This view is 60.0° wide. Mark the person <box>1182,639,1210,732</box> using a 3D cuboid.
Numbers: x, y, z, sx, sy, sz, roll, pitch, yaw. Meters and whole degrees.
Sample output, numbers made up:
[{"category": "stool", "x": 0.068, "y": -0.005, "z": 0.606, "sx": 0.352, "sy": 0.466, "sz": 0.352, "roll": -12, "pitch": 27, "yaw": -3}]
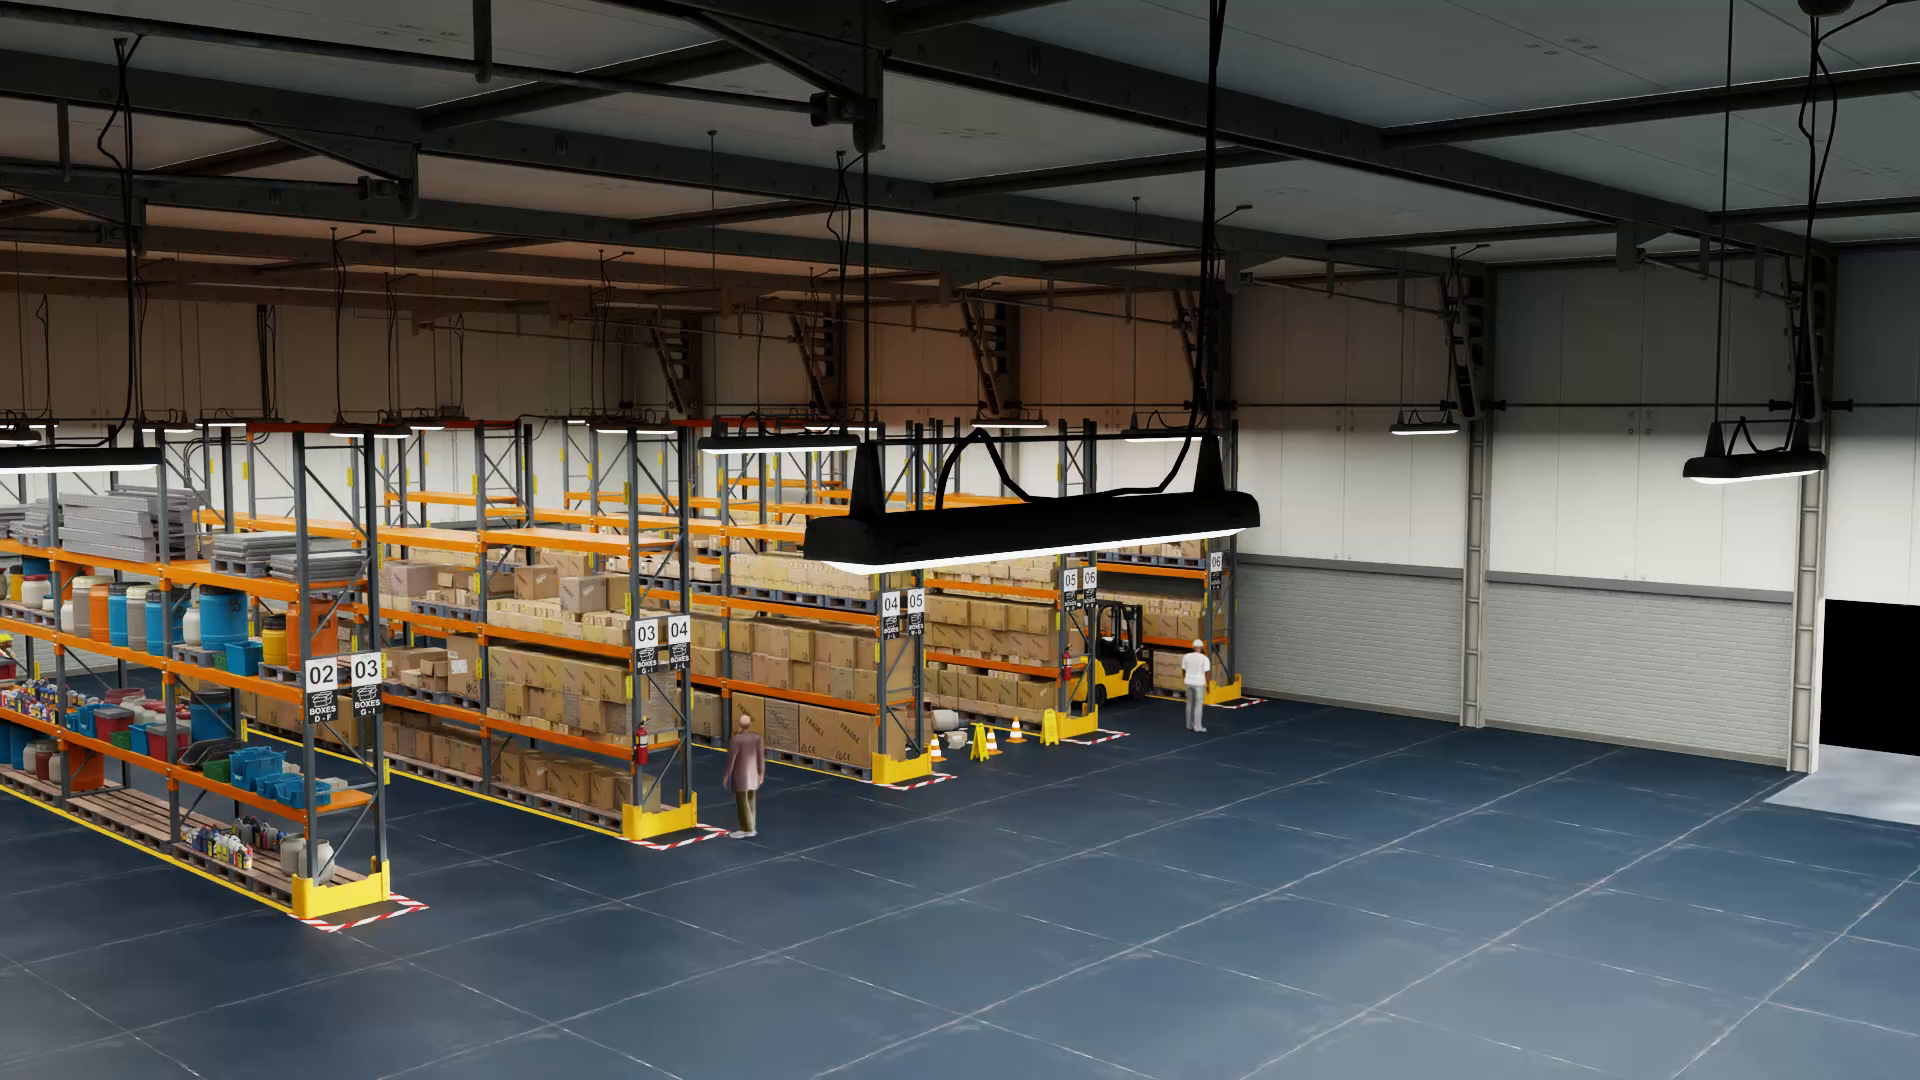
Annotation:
[{"category": "person", "x": 4.593, "y": 2.811, "z": 32.229, "sx": 0.592, "sy": 1.781, "sz": 0.423, "roll": 3, "pitch": 6, "yaw": 37}]

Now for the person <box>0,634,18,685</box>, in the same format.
[{"category": "person", "x": -18.887, "y": 2.735, "z": 32.965, "sx": 0.494, "sy": 1.754, "sz": 0.592, "roll": 0, "pitch": 5, "yaw": 2}]

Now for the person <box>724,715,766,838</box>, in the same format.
[{"category": "person", "x": -3.152, "y": 3.505, "z": 24.352, "sx": 0.648, "sy": 1.706, "sz": 0.443, "roll": -4, "pitch": 6, "yaw": -41}]
